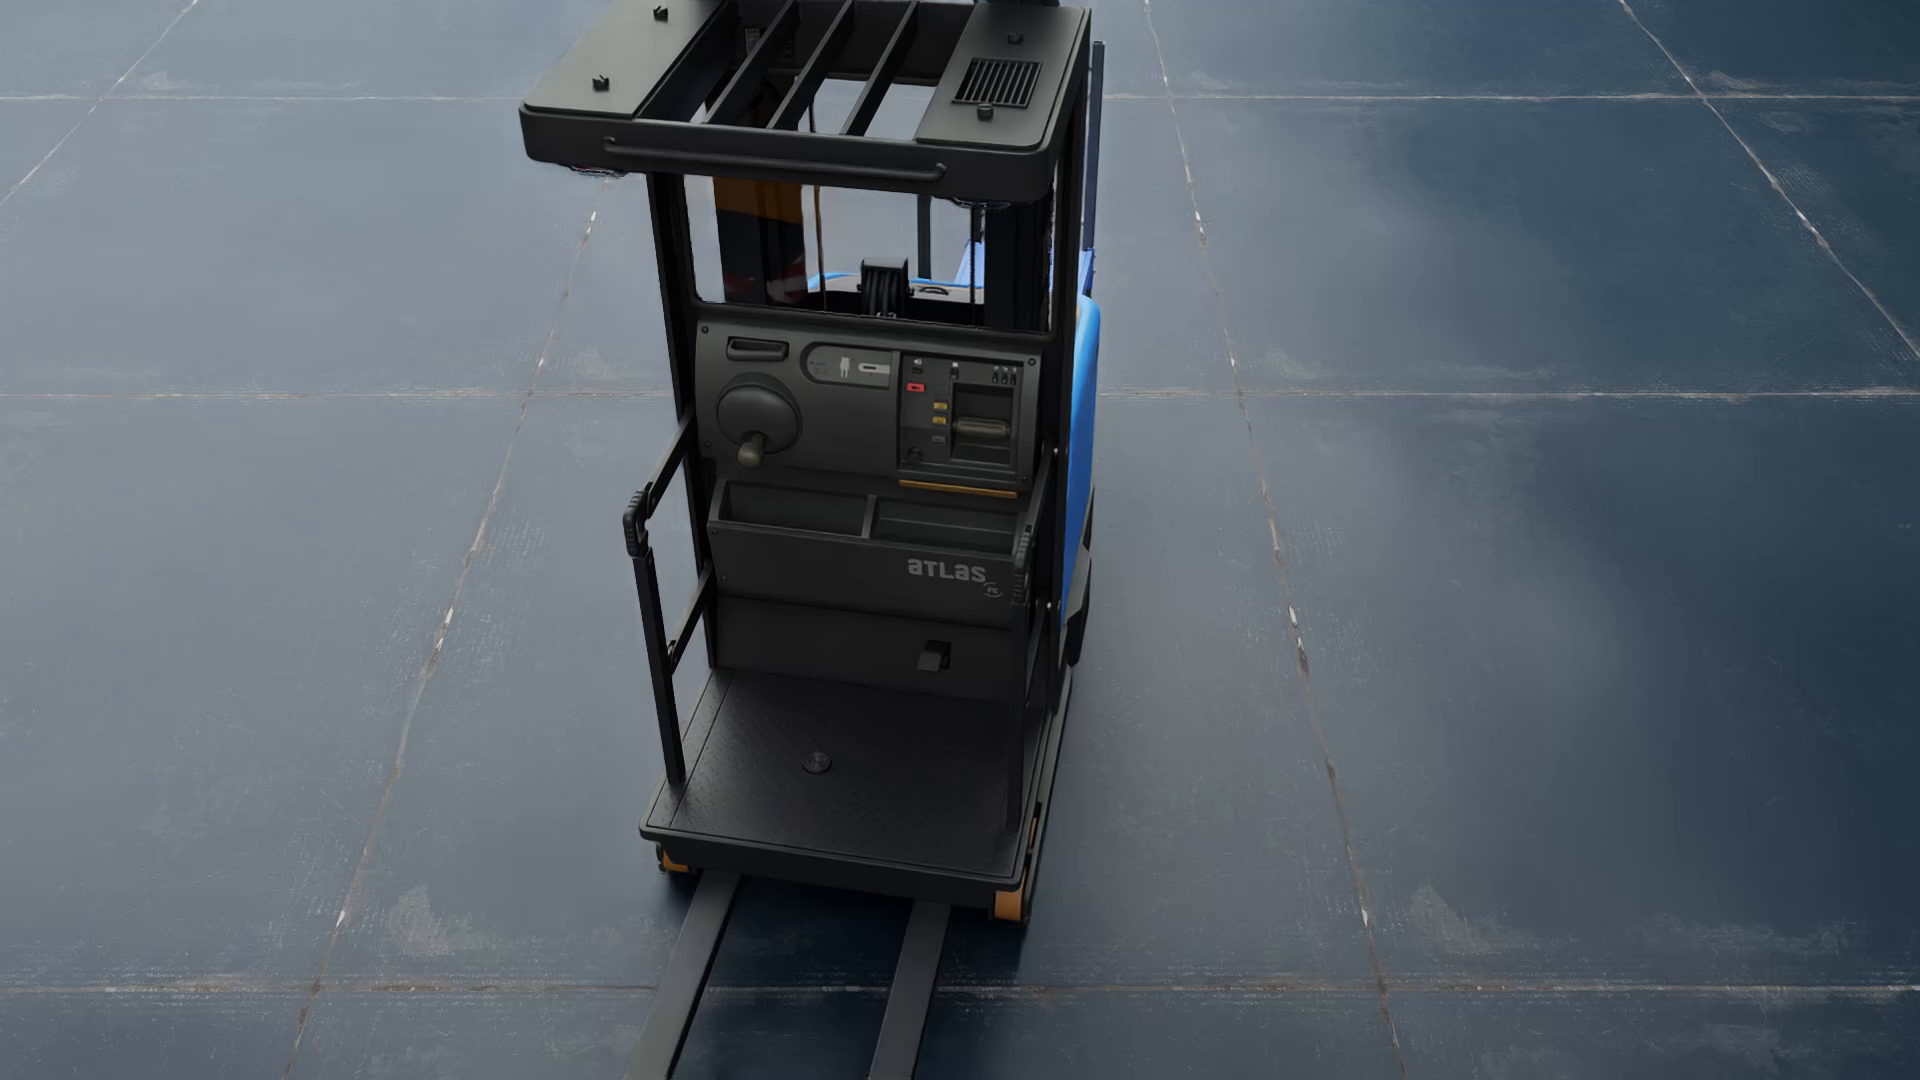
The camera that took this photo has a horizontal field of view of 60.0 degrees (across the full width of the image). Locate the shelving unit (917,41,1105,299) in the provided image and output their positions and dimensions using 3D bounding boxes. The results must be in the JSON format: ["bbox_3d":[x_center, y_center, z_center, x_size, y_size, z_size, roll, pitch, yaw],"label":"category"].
[{"bbox_3d":[0.198,-0.966,6.256,0.538,1.500,1.048,7,39,8],"label":"shelving unit"}]

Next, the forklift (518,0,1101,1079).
[{"bbox_3d":[-0.288,-0.283,4.260,1.130,2.935,3.031,7,39,8],"label":"forklift"}]

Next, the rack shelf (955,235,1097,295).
[{"bbox_3d":[0.198,-0.826,6.369,0.538,0.185,1.000,7,39,8],"label":"rack shelf"}]

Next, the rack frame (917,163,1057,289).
[{"bbox_3d":[0.106,-0.653,5.866,0.500,1.500,0.032,7,39,8],"label":"rack frame"}]

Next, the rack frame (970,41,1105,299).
[{"bbox_3d":[0.289,-1.279,6.646,0.500,1.500,0.032,7,39,8],"label":"rack frame"}]
